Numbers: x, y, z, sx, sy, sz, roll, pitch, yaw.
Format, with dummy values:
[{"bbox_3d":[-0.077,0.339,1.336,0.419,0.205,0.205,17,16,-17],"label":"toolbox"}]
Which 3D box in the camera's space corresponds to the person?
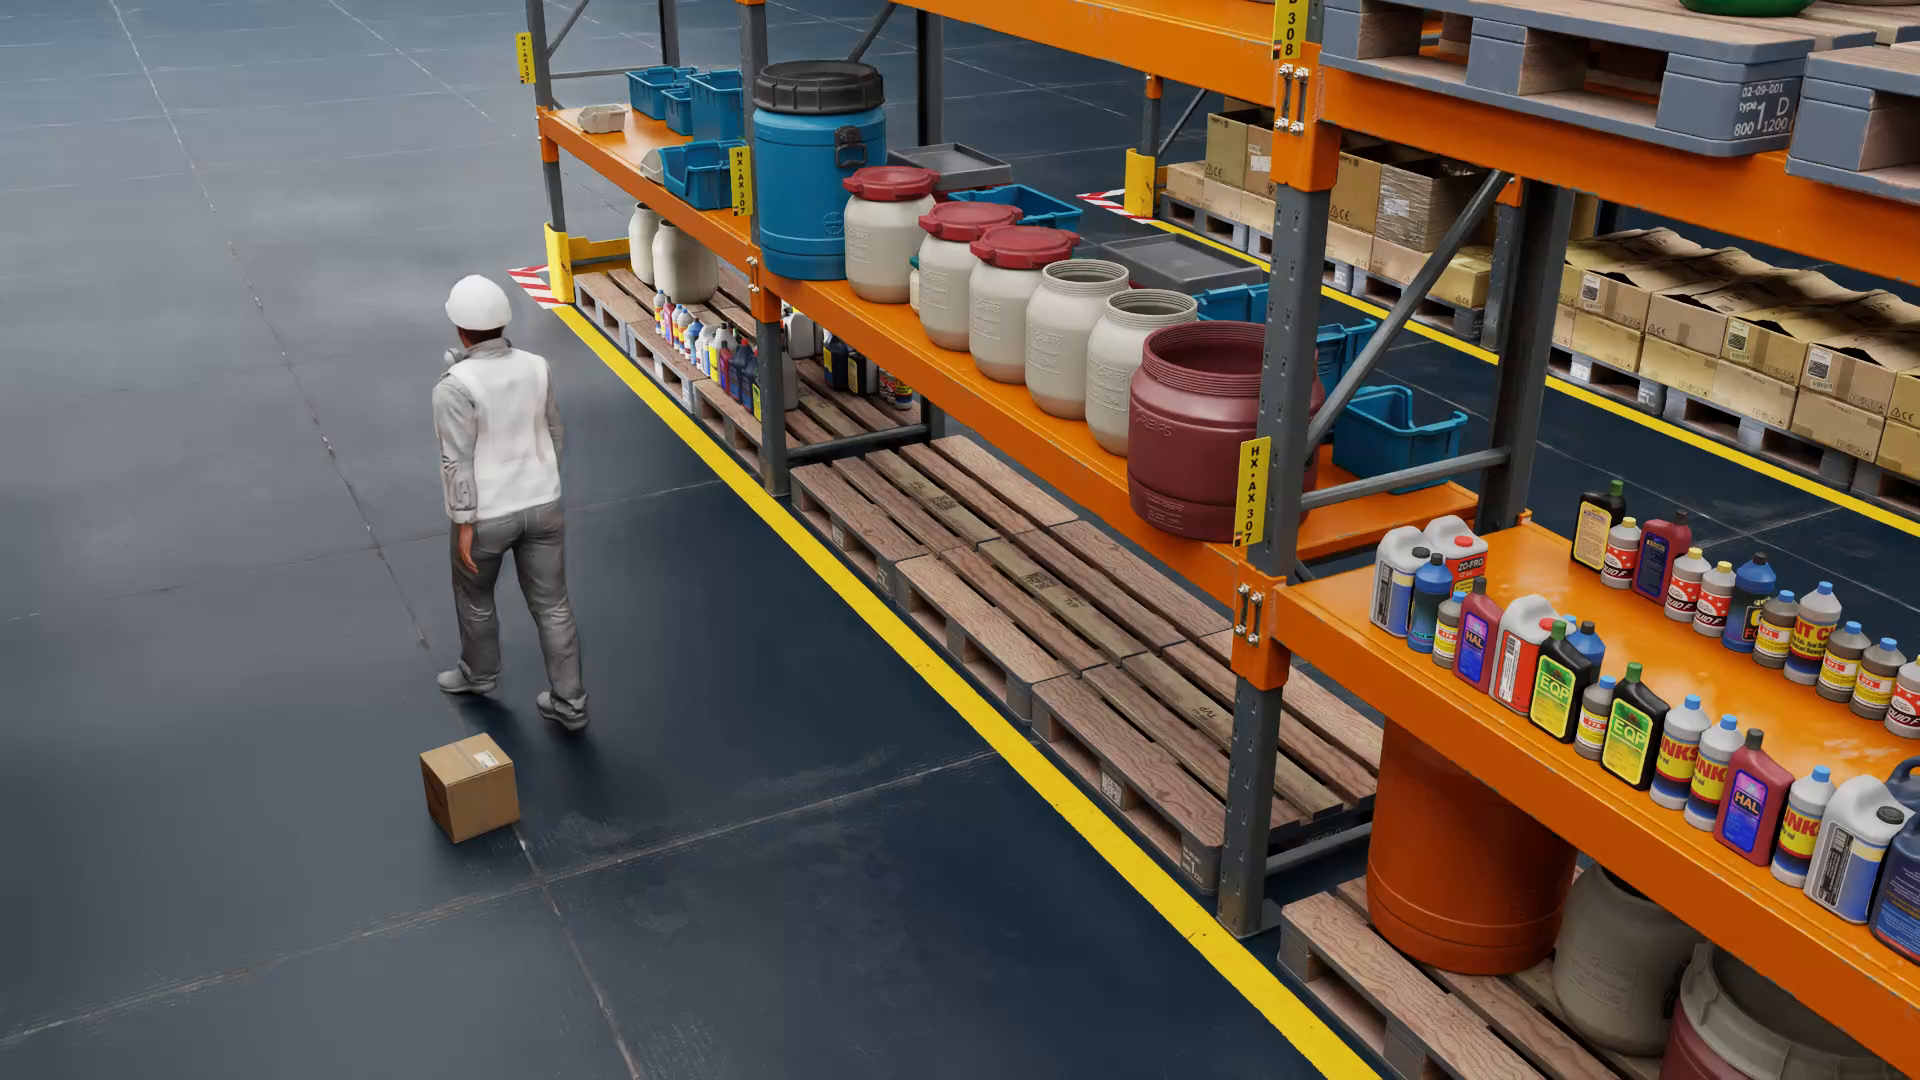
[{"bbox_3d":[-1.733,-0.136,6.370,0.565,1.767,0.813,-20,32,-36],"label":"person"}]
